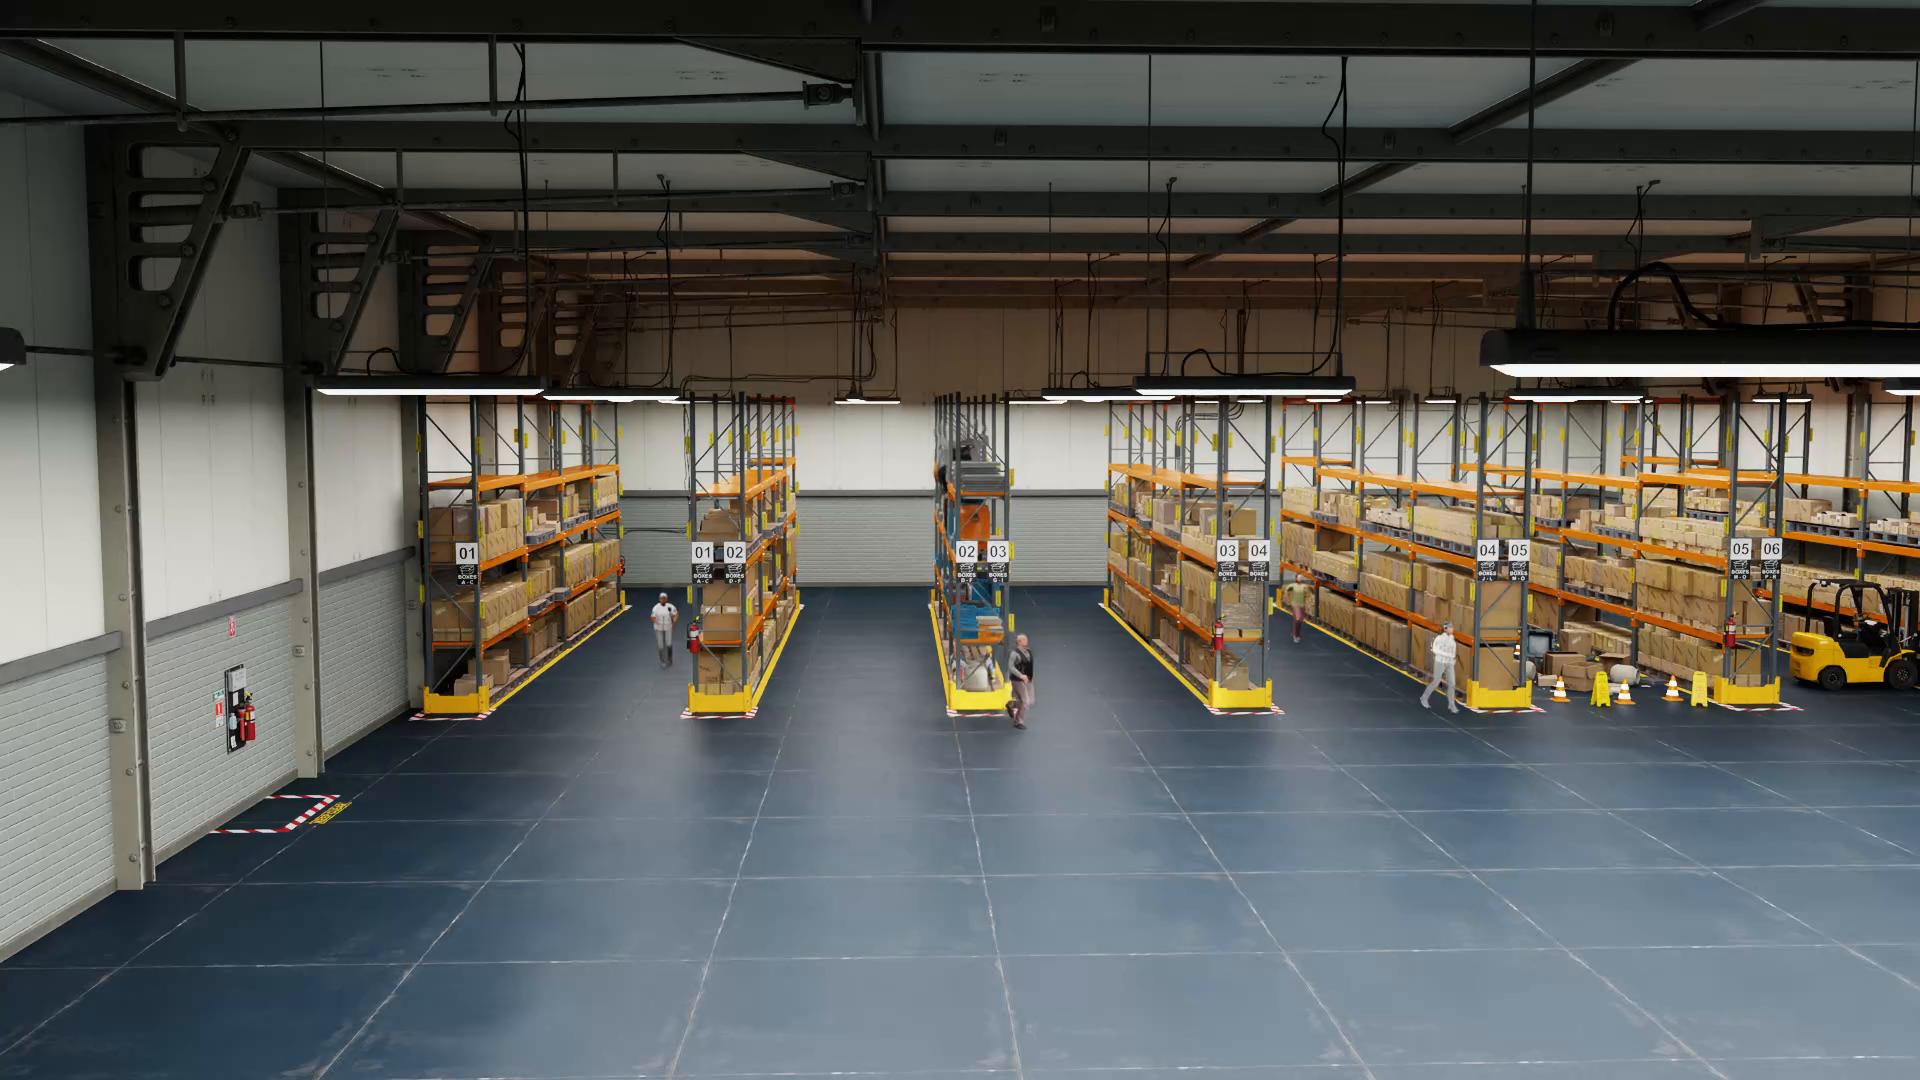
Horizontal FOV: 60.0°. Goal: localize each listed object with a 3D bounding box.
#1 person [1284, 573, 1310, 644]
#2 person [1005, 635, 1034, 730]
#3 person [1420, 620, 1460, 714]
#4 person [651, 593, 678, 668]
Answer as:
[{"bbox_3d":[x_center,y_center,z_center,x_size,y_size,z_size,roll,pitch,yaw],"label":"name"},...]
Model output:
[{"bbox_3d":[8.228,1.649,40.471,0.543,1.720,0.723,-1,5,-10],"label":"person"},{"bbox_3d":[1.073,2.520,29.640,0.651,1.701,0.678,4,6,38],"label":"person"},{"bbox_3d":[9.146,2.364,31.348,0.642,1.727,0.803,-3,5,-30],"label":"person"},{"bbox_3d":[-6.478,1.987,36.433,0.589,1.647,0.590,-1,5,-7],"label":"person"}]
